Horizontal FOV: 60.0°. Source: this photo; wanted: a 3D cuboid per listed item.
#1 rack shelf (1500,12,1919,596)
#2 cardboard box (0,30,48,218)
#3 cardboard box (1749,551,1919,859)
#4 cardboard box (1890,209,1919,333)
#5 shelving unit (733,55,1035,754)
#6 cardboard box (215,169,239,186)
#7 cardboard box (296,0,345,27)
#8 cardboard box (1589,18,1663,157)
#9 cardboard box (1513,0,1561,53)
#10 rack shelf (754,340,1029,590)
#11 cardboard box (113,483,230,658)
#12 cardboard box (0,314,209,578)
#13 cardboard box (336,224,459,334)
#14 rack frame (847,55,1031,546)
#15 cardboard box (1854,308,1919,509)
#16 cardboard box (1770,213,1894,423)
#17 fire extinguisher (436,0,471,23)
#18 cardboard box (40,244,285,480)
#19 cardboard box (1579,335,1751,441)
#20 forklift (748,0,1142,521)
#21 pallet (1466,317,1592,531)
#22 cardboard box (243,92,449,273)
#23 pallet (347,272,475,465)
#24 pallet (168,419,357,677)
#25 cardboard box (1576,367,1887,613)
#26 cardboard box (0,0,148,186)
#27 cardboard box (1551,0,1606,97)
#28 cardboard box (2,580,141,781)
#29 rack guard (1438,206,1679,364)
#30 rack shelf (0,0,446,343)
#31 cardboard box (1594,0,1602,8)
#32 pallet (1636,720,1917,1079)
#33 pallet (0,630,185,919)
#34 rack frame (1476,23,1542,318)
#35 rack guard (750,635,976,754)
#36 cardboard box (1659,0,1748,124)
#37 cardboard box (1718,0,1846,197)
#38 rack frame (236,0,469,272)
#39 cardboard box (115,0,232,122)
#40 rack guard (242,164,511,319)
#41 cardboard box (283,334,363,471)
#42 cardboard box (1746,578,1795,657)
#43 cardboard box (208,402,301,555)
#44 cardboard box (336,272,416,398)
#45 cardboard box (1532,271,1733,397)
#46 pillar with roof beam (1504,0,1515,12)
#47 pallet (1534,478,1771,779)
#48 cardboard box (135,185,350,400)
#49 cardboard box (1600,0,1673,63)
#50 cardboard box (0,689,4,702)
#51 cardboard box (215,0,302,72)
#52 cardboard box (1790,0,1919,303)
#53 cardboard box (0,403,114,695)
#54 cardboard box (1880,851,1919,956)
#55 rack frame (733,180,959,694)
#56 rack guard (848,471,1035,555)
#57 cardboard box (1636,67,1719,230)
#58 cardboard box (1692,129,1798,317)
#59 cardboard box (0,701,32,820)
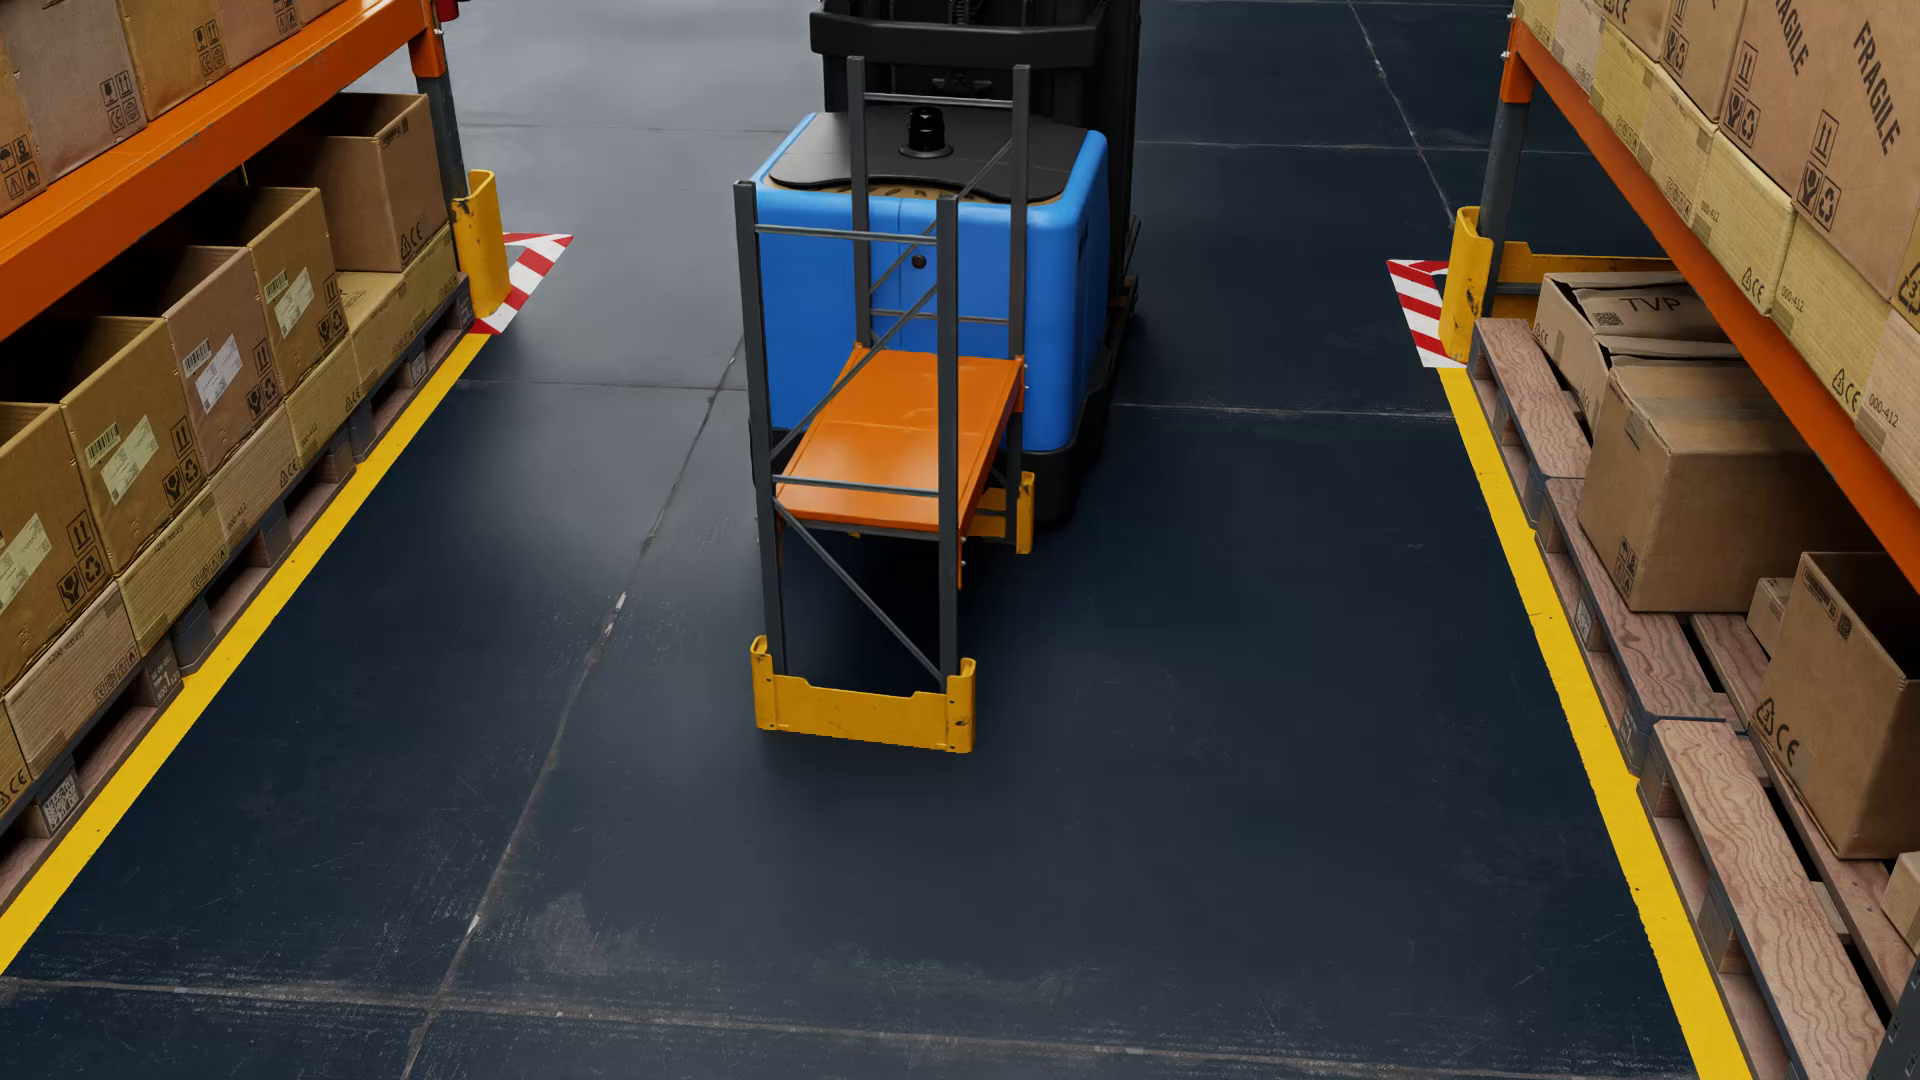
[{"bbox_3d":[2.310,-0.705,4.221,1.077,0.370,4.000,2,32,4],"label":"rack shelf"},{"bbox_3d":[-2.679,-0.989,3.900,0.700,0.500,0.500,3,32,5],"label":"cardboard box"},{"bbox_3d":[2.192,0.367,3.759,0.500,0.500,0.500,0,32,0],"label":"cardboard box"},{"bbox_3d":[1.878,-0.490,2.596,0.500,0.500,0.500,2,32,4],"label":"cardboard box"},{"bbox_3d":[-0.157,-0.384,4.444,0.587,1.500,1.083,6,32,9],"label":"shelving unit"},{"bbox_3d":[-2.769,-1.062,5.620,0.500,0.500,0.500,2,32,4],"label":"cardboard box"},{"bbox_3d":[-2.515,-2.066,5.648,0.700,0.500,0.500,2,32,4],"label":"cardboard box"},{"bbox_3d":[2.042,-1.222,4.498,0.500,0.250,0.500,2,32,3],"label":"cardboard box"},{"bbox_3d":[2.117,-1.761,5.372,0.500,0.250,0.500,2,32,3],"label":"cardboard box"},{"bbox_3d":[-0.156,-0.236,4.546,0.538,0.185,1.000,6,32,9],"label":"rack shelf"},{"bbox_3d":[-2.358,0.064,4.507,0.500,0.250,0.500,2,32,4],"label":"cardboard box"},{"bbox_3d":[-2.359,-0.255,4.311,0.500,0.500,0.500,2,32,4],"label":"cardboard box"},{"bbox_3d":[-2.214,-0.982,6.205,0.500,0.250,0.500,2,32,4],"label":"cardboard box"},{"bbox_3d":[-0.059,-0.651,4.876,0.500,1.500,0.032,6,32,9],"label":"rack frame"},{"bbox_3d":[1.884,-0.171,2.793,0.500,0.250,0.500,3,32,4],"label":"cardboard box"},{"bbox_3d":[1.933,-0.431,3.215,0.500,0.250,0.500,3,32,4],"label":"cardboard box"},{"bbox_3d":[-1.992,-2.276,6.158,0.296,0.674,0.183,2,32,4],"label":"fire extinguisher"},{"bbox_3d":[-2.320,-0.517,4.735,0.500,0.500,0.500,2,32,4],"label":"cardboard box"},{"bbox_3d":[2.281,-0.444,5.255,0.500,0.311,0.500,5,32,8],"label":"cardboard box"},{"bbox_3d":[0.109,-2.069,5.813,1.130,2.935,3.031,6,32,9],"label":"forklift"},{"bbox_3d":[2.366,-0.407,5.710,1.003,0.211,1.213,2,32,4],"label":"pallet"},{"bbox_3d":[-2.211,-1.301,6.009,0.500,0.500,0.500,2,32,4],"label":"cardboard box"},{"bbox_3d":[-2.485,-0.678,6.150,1.003,0.211,1.213,2,32,4],"label":"pallet"},{"bbox_3d":[-2.587,-0.042,5.117,1.003,0.211,1.213,2,32,4],"label":"pallet"},{"bbox_3d":[2.171,-0.143,4.586,0.700,0.500,0.500,1,32,1],"label":"cardboard box"},{"bbox_3d":[-2.638,-1.257,4.335,0.700,0.500,0.500,3,32,5],"label":"cardboard box"},{"bbox_3d":[2.089,-1.488,4.930,0.500,0.250,0.500,2,32,2],"label":"cardboard box"},{"bbox_3d":[-2.404,0.325,4.083,0.500,0.250,0.500,2,32,4],"label":"cardboard box"},{"bbox_3d":[2.467,-0.954,6.321,1.175,0.500,0.348,2,32,4],"label":"rack guard"},{"bbox_3d":[-2.627,-0.915,4.562,1.077,0.370,4.000,2,32,4],"label":"rack shelf"},{"bbox_3d":[2.085,-1.827,4.764,0.500,0.500,0.500,3,32,4],"label":"cardboard box"},{"bbox_3d":[2.167,0.869,3.639,1.003,0.211,1.213,2,32,4],"label":"pallet"},{"bbox_3d":[-2.684,0.597,4.079,1.003,0.211,1.213,2,32,4],"label":"pallet"},{"bbox_3d":[2.473,-2.058,5.730,1.000,3.000,0.127,2,32,4],"label":"rack frame"},{"bbox_3d":[-0.252,0.405,4.355,0.587,0.250,0.087,6,32,9],"label":"rack guard"},{"bbox_3d":[2.006,-1.286,3.887,0.500,0.500,0.500,3,32,6],"label":"cardboard box"},{"bbox_3d":[1.964,-1.014,3.446,0.500,0.500,0.500,2,32,3],"label":"cardboard box"},{"bbox_3d":[-2.464,-2.267,6.070,1.000,3.000,0.127,2,32,4],"label":"rack frame"},{"bbox_3d":[-2.599,-1.532,4.781,0.700,0.500,0.500,3,32,4],"label":"cardboard box"},{"bbox_3d":[-2.462,-1.216,6.746,1.175,0.500,0.348,2,32,4],"label":"rack guard"},{"bbox_3d":[-2.281,-0.459,5.356,0.500,0.250,0.500,2,32,4],"label":"cardboard box"},{"bbox_3d":[2.298,0.225,4.324,0.380,0.149,0.250,0,32,0],"label":"cardboard box"},{"bbox_3d":[-2.324,-0.197,4.932,0.500,0.250,0.500,2,32,4],"label":"cardboard box"},{"bbox_3d":[-2.242,-0.720,5.780,0.500,0.250,0.500,2,32,4],"label":"cardboard box"},{"bbox_3d":[2.327,-0.742,5.739,0.500,0.311,0.500,-1,32,-2],"label":"cardboard box"},{"bbox_3d":[-0.524,-7.530,8.891,9.100,9.000,0.400,2,32,4],"label":"pillar with roof beam"},{"bbox_3d":[2.264,0.229,4.677,1.003,0.211,1.213,2,32,4],"label":"pallet"},{"bbox_3d":[-2.278,-0.778,5.159,0.500,0.500,0.500,2,32,4],"label":"cardboard box"},{"bbox_3d":[2.036,-1.557,4.326,0.500,0.500,0.500,1,32,2],"label":"cardboard box"},{"bbox_3d":[-2.440,0.268,3.462,0.500,0.500,0.500,2,32,4],"label":"cardboard box"},{"bbox_3d":[-2.553,-1.791,5.202,0.700,0.500,0.500,3,32,5],"label":"cardboard box"},{"bbox_3d":[1.913,-0.751,3.019,0.500,0.500,0.500,2,32,4],"label":"cardboard box"},{"bbox_3d":[-2.407,0.006,3.887,0.500,0.500,0.500,2,32,4],"label":"cardboard box"},{"bbox_3d":[2.161,0.772,3.420,0.380,0.166,0.250,-2,32,-2],"label":"cardboard box"},{"bbox_3d":[-0.252,-0.127,4.026,0.500,1.500,0.032,6,32,9],"label":"rack frame"},{"bbox_3d":[-0.063,-0.109,5.188,0.587,0.250,0.087,6,32,9],"label":"rack guard"},{"bbox_3d":[1.998,-0.958,4.069,0.500,0.250,0.500,3,32,4],"label":"cardboard box"},{"bbox_3d":[1.958,-0.695,3.643,0.500,0.250,0.500,2,32,4],"label":"cardboard box"},{"bbox_3d":[-2.450,0.587,3.659,0.500,0.250,0.500,2,32,4],"label":"cardboard box"}]
